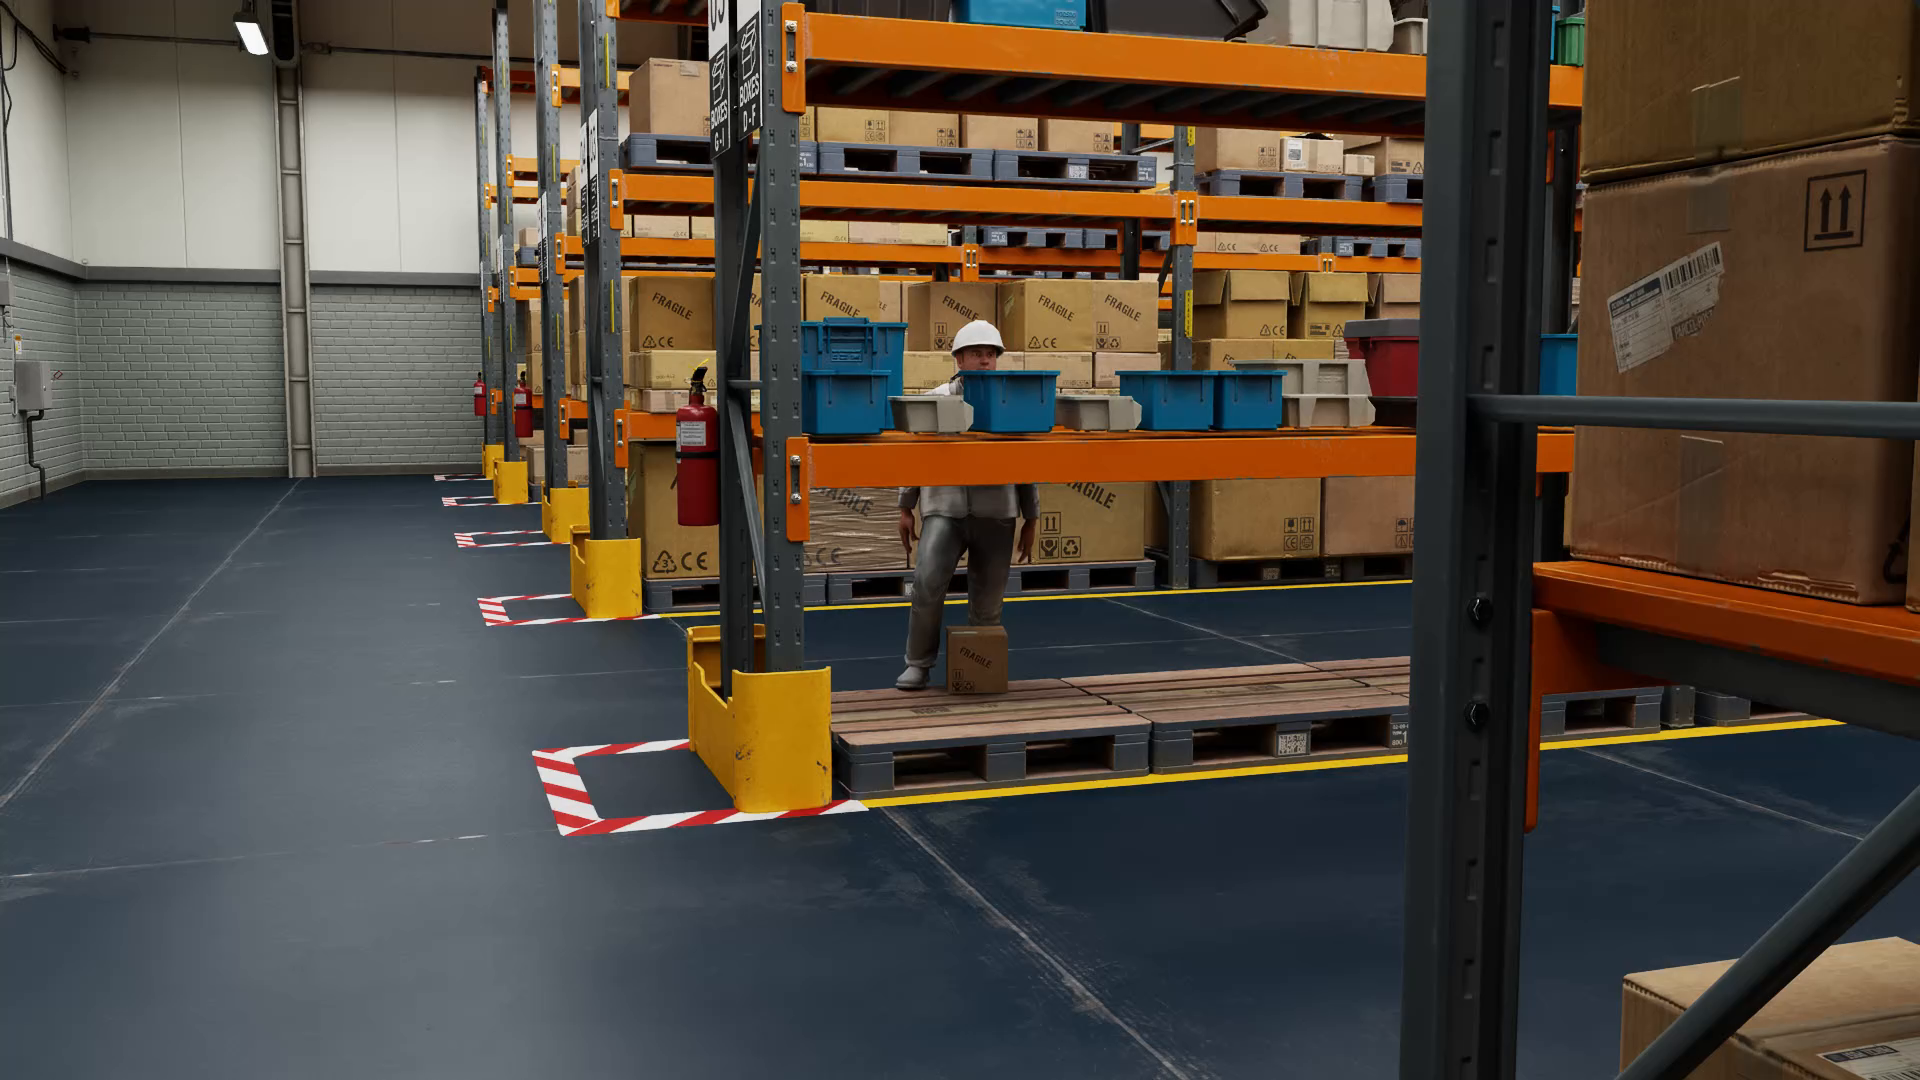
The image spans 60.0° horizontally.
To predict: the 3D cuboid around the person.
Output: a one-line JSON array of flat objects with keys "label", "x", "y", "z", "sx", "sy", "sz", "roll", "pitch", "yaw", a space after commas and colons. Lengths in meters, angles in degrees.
[{"label": "person", "x": 0.036, "y": -0.065, "z": 7.236, "sx": 0.634, "sy": 1.774, "sz": 0.614, "roll": 0, "pitch": 6, "yaw": -2}]
